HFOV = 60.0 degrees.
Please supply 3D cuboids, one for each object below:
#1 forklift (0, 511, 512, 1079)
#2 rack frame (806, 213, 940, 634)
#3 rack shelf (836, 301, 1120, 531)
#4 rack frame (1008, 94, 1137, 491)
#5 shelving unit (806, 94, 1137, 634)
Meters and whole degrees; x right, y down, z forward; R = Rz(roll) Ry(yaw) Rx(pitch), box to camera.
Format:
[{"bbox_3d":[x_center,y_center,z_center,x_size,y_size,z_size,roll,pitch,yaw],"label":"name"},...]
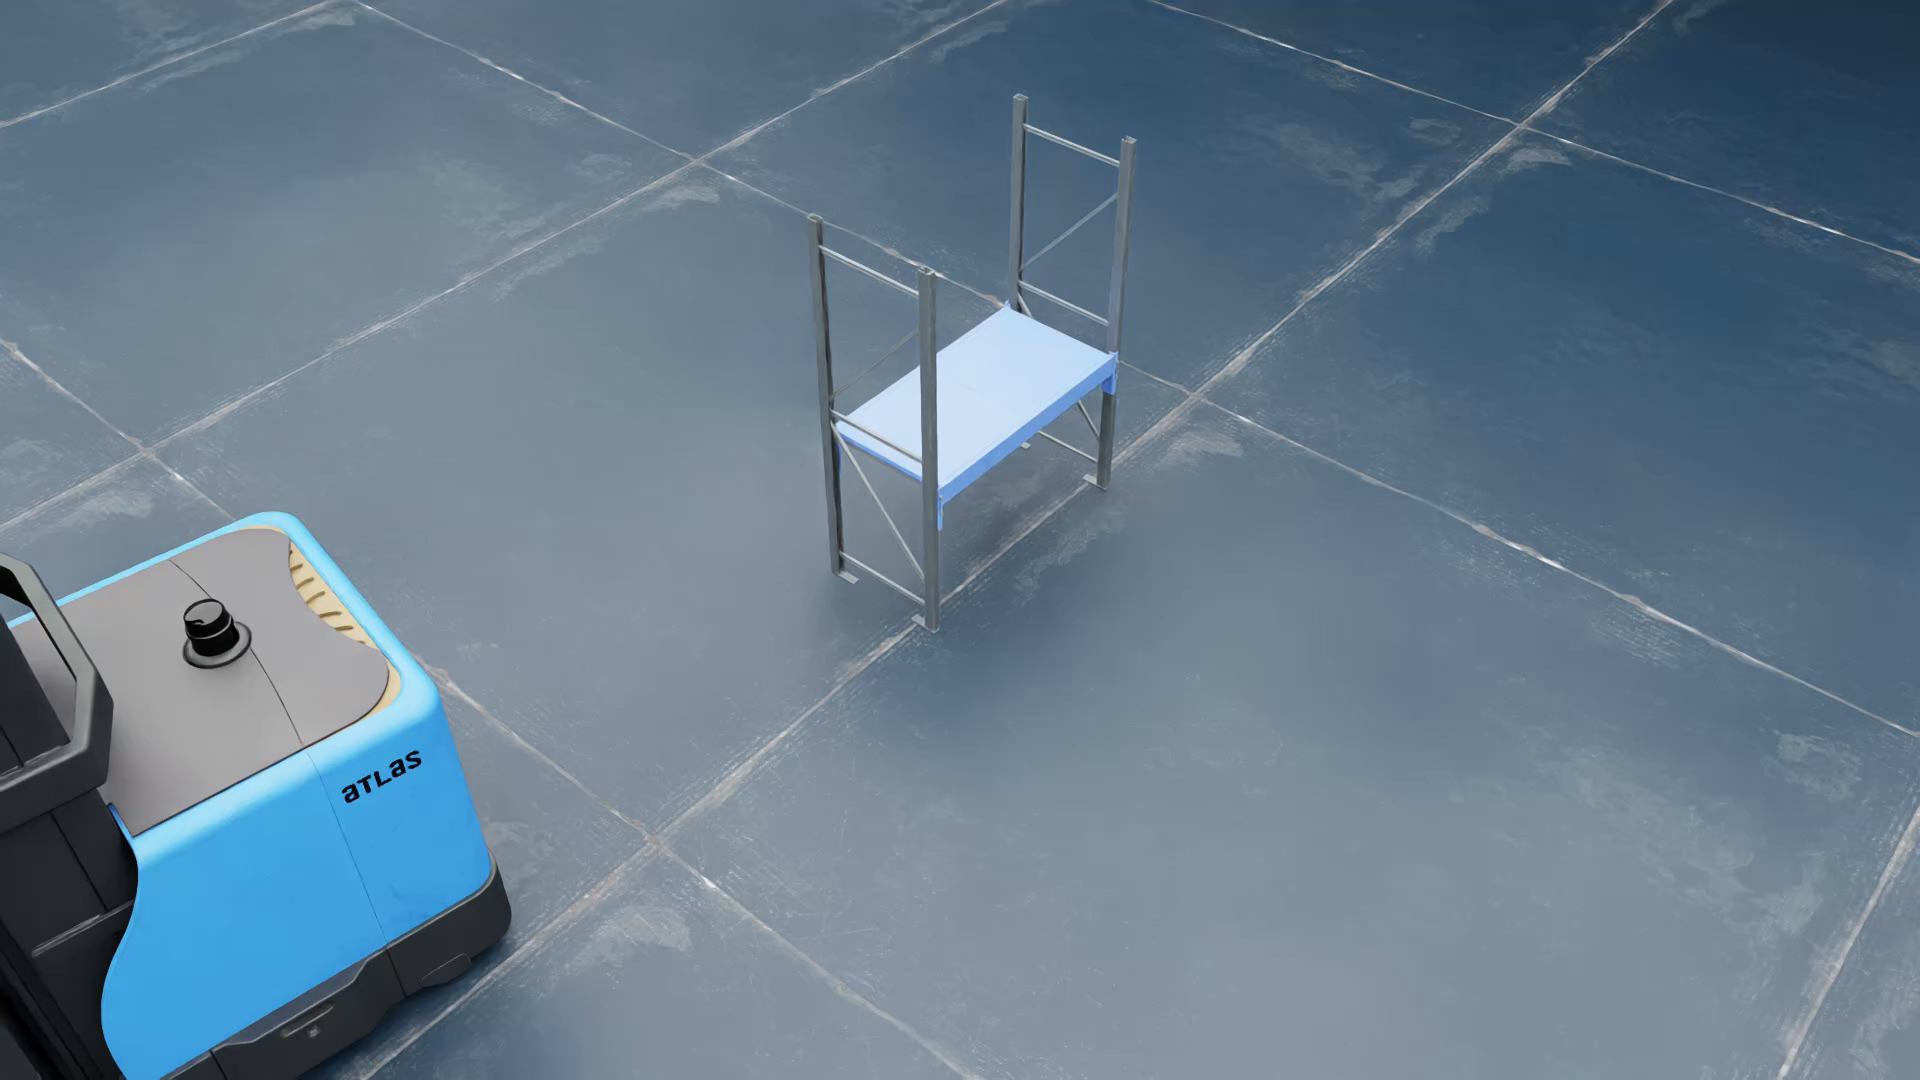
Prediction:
[{"bbox_3d":[-2.778,0.488,3.534,3.031,2.935,1.130,-30,50,-28],"label":"forklift"},{"bbox_3d":[-0.272,-0.337,5.506,0.500,1.500,0.032,29,50,28],"label":"rack frame"},{"bbox_3d":[0.055,-0.466,5.915,0.538,0.185,1.000,29,50,28],"label":"rack shelf"},{"bbox_3d":[0.382,-0.861,6.082,0.500,1.500,0.032,29,50,28],"label":"rack frame"},{"bbox_3d":[0.055,-0.599,5.794,0.538,1.500,1.048,29,50,28],"label":"shelving unit"}]
